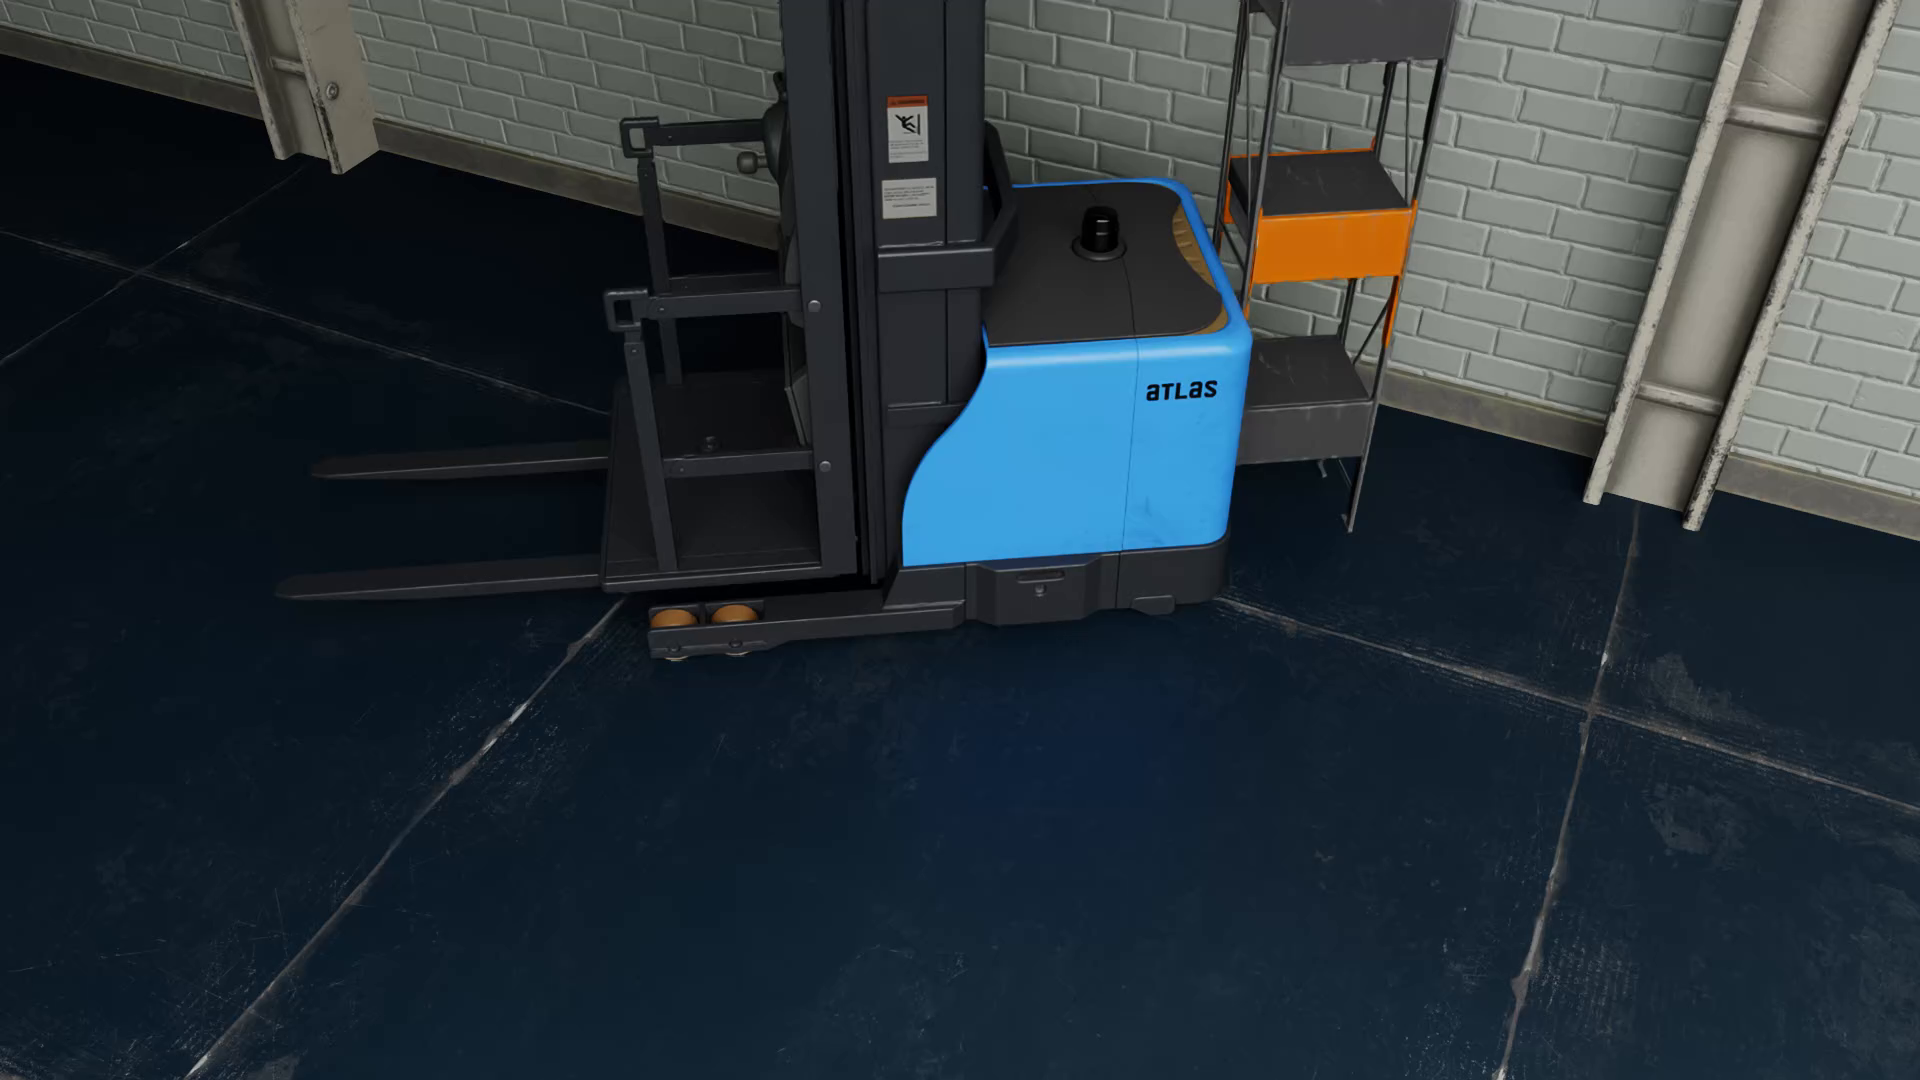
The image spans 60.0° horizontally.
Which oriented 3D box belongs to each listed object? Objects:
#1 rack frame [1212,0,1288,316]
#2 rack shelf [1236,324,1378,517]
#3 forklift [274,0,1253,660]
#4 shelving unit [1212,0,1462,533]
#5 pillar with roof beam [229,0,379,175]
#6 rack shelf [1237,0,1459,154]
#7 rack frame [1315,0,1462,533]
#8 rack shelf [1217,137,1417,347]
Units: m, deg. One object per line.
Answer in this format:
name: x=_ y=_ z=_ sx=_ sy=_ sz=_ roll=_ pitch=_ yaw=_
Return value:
rack frame: x=0.851 y=-0.915 z=5.197 sx=0.015 sy=2.100 sz=0.400 roll=-4 pitch=41 yaw=-5
rack shelf: x=1.090 y=-0.392 z=5.684 sx=0.480 sy=0.518 sz=0.431 roll=-4 pitch=41 yaw=-5
forklift: x=-0.683 y=-1.091 z=4.770 sx=3.031 sy=2.935 sz=1.130 roll=-4 pitch=41 yaw=-5
shelving unit: x=1.093 y=-0.934 z=5.220 sx=0.503 sy=2.100 sz=0.431 roll=-4 pitch=41 yaw=-5
pillar with roof beam: x=-4.803 y=-2.682 z=1.973 sx=0.400 sy=9.000 sz=9.100 roll=17 pitch=44 yaw=19
rack shelf: x=1.097 y=-1.455 z=4.773 sx=0.480 sy=0.518 sz=0.431 roll=-4 pitch=41 yaw=-5
rack frame: x=1.336 y=-0.952 z=5.243 sx=0.015 sy=2.100 sz=0.400 roll=-4 pitch=41 yaw=-5
rack shelf: x=1.093 y=-0.923 z=5.229 sx=0.480 sy=0.518 sz=0.431 roll=-4 pitch=41 yaw=-5
